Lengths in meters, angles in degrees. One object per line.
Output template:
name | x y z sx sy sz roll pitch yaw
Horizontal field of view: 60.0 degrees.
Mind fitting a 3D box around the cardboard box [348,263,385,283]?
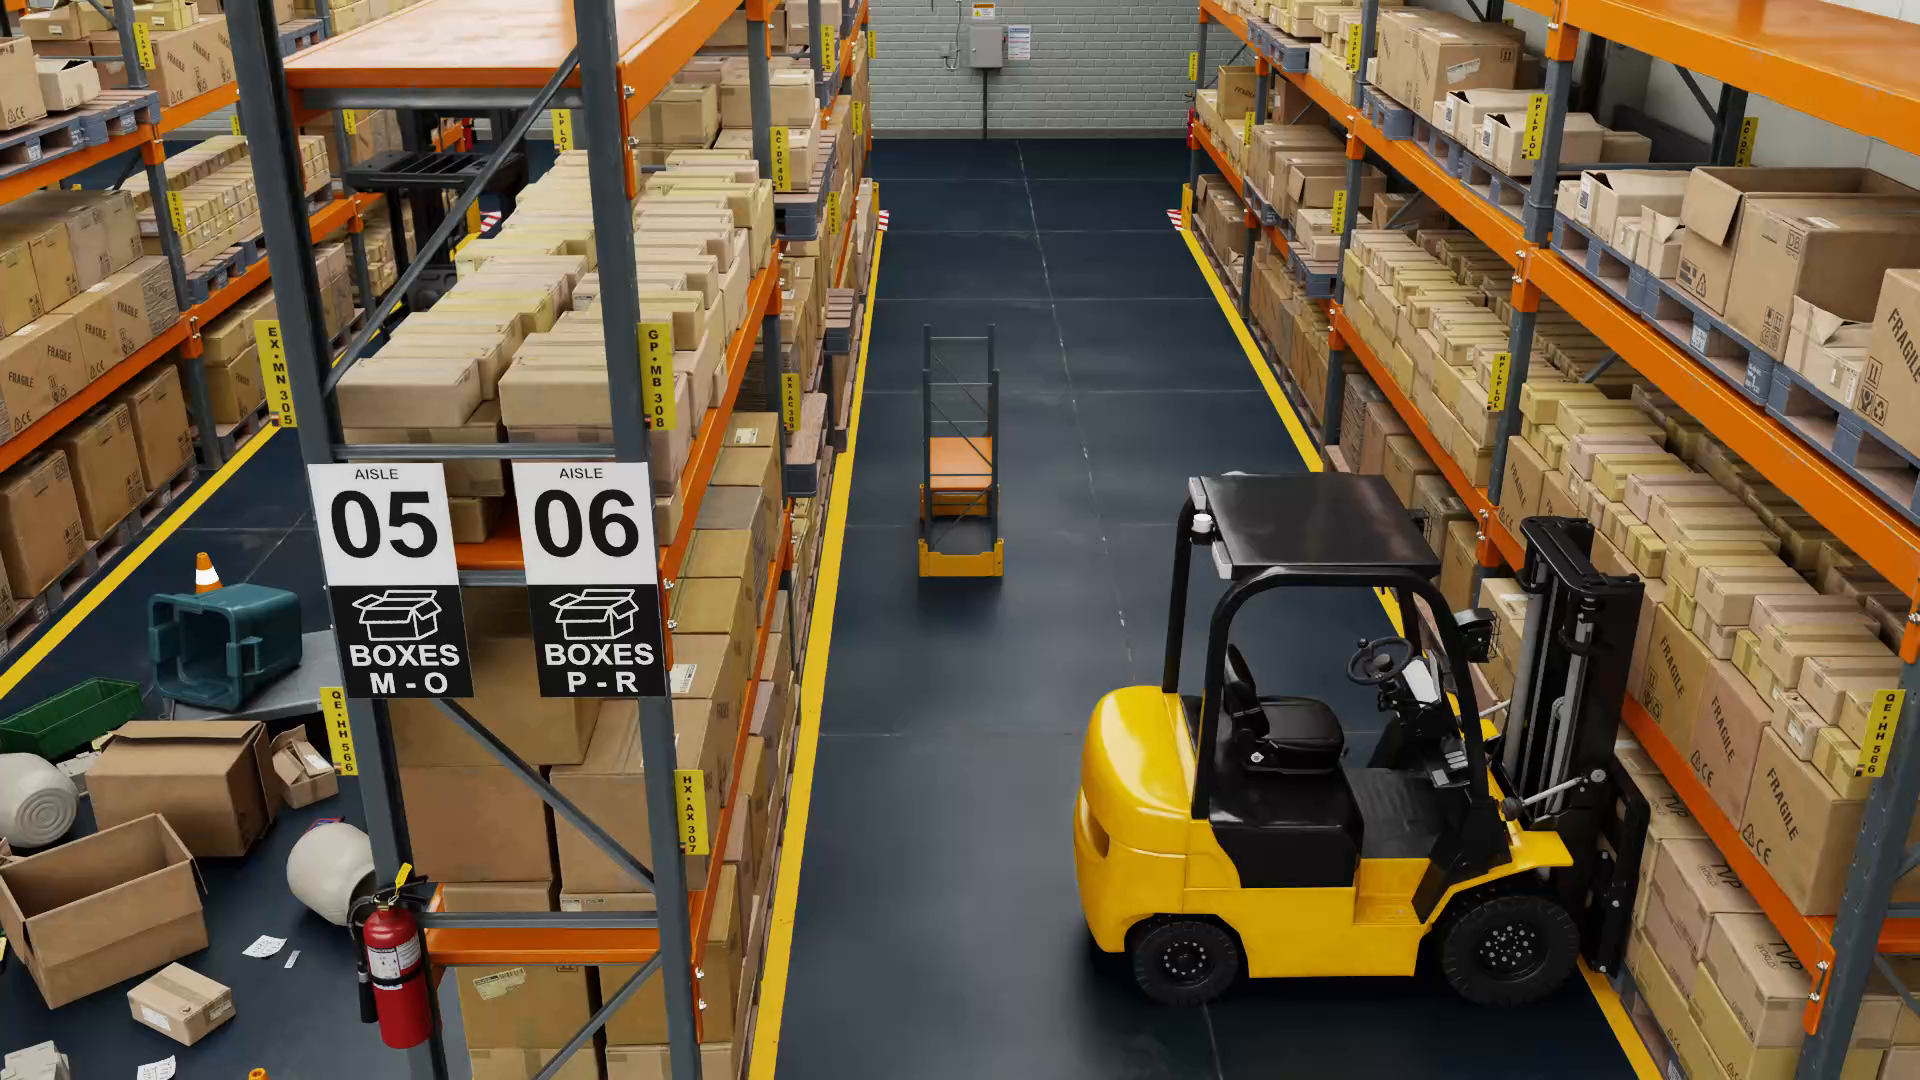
cardboard box | -6.190 -2.767 17.199 0.380 0.149 0.250 1 24 2

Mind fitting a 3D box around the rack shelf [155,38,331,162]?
rack shelf | -6.484 -3.803 14.134 1.077 0.370 4.000 0 24 -1

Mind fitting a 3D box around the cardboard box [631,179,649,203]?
cardboard box | -1.739 -1.607 8.227 0.500 0.250 0.500 -1 24 -2

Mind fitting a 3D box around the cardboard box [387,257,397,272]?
cardboard box | -6.299 -2.948 17.961 0.380 0.149 0.250 -1 24 -2

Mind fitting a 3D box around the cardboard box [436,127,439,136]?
cardboard box | -6.281 -4.783 19.373 0.380 0.149 0.250 0 24 -1

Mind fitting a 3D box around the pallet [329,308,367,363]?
pallet | -6.496 -1.997 16.292 1.003 0.211 1.213 0 24 -1

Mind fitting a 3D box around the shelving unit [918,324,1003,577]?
shelving unit | 0.001 -0.652 11.755 0.587 1.500 1.083 0 24 -1

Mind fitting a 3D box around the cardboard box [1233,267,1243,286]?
cardboard box | 3.106 -2.796 17.626 0.380 0.149 0.250 -1 24 -2

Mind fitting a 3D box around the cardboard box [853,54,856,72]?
cardboard box | -1.281 -5.003 17.433 0.380 0.149 0.250 -1 24 -2

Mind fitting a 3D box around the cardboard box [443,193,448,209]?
cardboard box | -6.216 -3.973 19.505 0.380 0.149 0.250 -1 24 -2

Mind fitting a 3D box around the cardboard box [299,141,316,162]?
cardboard box | -6.303 -3.661 15.660 0.380 0.149 0.250 -1 24 -2

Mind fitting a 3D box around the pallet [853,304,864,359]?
pallet | -1.474 -2.064 16.440 1.003 0.211 1.213 0 24 -1

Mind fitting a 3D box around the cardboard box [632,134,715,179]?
cardboard box | -1.622 -2.085 9.136 0.500 0.250 0.500 -1 24 -2

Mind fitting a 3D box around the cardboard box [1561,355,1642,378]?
cardboard box | 3.753 -0.977 9.745 0.380 0.149 0.250 -1 24 -2

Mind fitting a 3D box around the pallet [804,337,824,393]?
pallet | -1.451 -1.101 11.160 1.003 0.211 1.213 0 24 -1

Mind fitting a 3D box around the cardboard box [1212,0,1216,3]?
cardboard box | 3.048 -6.127 18.705 0.380 0.149 0.250 0 24 1

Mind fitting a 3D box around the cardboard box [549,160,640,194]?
cardboard box | -1.761 -1.733 8.021 0.380 0.149 0.250 0 24 1

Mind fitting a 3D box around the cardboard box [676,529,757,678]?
cardboard box | -1.184 0.283 7.386 0.500 0.500 0.500 -1 24 -2

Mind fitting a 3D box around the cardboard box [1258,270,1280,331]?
cardboard box | 3.202 -2.308 16.121 0.500 0.500 0.500 -1 24 -1

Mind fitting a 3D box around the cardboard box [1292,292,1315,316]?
cardboard box | 3.204 -2.124 14.927 0.380 0.149 0.250 -1 24 -3

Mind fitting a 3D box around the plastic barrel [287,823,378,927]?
plastic barrel | -2.963 1.622 8.032 0.512 0.421 0.421 19 30 35

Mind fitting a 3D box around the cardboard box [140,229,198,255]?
cardboard box | -6.267 -2.352 13.128 0.380 0.149 0.250 1 24 2

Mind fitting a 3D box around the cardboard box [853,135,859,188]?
cardboard box | -1.301 -3.892 16.977 0.500 0.500 0.500 1 24 1

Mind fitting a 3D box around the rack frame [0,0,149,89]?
rack frame | -6.463 -4.673 11.546 1.000 3.000 0.127 0 24 -1

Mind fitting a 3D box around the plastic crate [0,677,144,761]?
plastic crate | -5.107 1.029 9.560 0.450 0.188 0.662 3 22 31

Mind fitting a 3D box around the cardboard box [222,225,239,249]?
cardboard box | -6.276 -2.535 13.893 0.380 0.149 0.250 1 24 2

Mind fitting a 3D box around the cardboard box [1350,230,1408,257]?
cardboard box | 3.158 -2.236 12.528 0.380 0.149 0.250 0 24 1

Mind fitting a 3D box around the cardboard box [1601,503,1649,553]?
cardboard box | 3.219 -0.060 7.718 0.380 0.149 0.250 -1 24 -2

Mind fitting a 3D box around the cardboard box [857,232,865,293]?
cardboard box | -1.457 -2.935 17.582 0.875 0.438 0.875 -1 24 -1

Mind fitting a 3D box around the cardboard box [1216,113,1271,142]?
cardboard box | 3.139 -4.576 18.431 0.500 0.250 0.500 -1 24 -2

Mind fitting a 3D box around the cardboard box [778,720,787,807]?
cardboard box | -1.179 1.168 8.738 0.500 0.250 0.500 -1 24 -2

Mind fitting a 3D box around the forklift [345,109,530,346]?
forklift | -3.847 -1.875 12.722 1.130 2.935 3.031 2 24 4

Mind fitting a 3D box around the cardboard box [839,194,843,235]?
cardboard box | -1.270 -2.791 14.240 0.500 0.250 0.500 0 24 -1

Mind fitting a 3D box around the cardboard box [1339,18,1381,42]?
cardboard box | 3.199 -4.001 13.038 0.380 0.149 0.250 -1 24 -2

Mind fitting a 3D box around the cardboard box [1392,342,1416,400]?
cardboard box | 3.227 -1.142 11.200 0.500 0.250 0.500 1 24 1

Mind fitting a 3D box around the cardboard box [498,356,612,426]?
cardboard box | -1.227 -0.470 5.230 0.380 0.149 0.250 0 24 -1

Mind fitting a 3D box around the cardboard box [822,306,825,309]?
cardboard box | -1.158 -1.629 11.890 0.380 0.149 0.250 -1 24 -3

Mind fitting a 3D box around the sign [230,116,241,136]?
sign | -7.049 -3.977 16.236 0.100 0.325 0.005 0 24 -1

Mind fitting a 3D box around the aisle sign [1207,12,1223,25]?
aisle sign | 3.068 -6.535 19.788 0.394 0.787 0.004 0 24 -1

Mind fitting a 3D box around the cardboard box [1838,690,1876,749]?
cardboard box | 3.322 0.646 5.796 0.380 0.149 0.250 0 24 0

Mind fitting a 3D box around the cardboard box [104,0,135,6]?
cardboard box | -6.761 -4.396 13.523 0.396 0.266 0.258 0 24 -1

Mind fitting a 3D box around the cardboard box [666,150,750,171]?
cardboard box | -1.249 -1.841 8.262 0.380 0.149 0.250 0 24 1

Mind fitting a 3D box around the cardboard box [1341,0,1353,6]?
cardboard box | 3.488 -4.644 14.435 0.380 0.149 0.250 0 24 0

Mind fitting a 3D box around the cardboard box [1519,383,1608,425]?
cardboard box | 3.200 -0.723 8.823 0.380 0.149 0.250 0 24 1

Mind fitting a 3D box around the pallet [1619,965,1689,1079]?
pallet | 3.486 2.225 6.958 1.003 0.211 1.213 0 24 -1

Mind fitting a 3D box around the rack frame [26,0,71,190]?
rack frame | -11.511 -5.256 20.113 1.000 3.000 0.127 0 24 -1

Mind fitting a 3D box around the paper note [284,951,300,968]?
paper note | -3.125 1.962 7.783 0.032 0.001 0.123 0 24 -1

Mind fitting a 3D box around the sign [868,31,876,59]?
sign | -1.059 -5.932 19.917 0.100 0.325 0.005 0 24 -1

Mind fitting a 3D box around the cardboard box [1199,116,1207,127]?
cardboard box | 3.091 -5.073 20.014 0.380 0.149 0.250 0 24 -1

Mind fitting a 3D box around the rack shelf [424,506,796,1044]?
rack shelf | -1.449 0.797 7.605 1.077 0.370 4.000 0 24 -1

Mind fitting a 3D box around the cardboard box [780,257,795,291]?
cardboard box | -1.237 -1.666 10.398 0.380 0.149 0.250 1 24 2

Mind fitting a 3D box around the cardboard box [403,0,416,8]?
cardboard box | -6.276 -5.934 18.155 0.500 0.250 0.500 1 24 2

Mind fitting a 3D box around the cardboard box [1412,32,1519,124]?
cardboard box | 3.225 -2.958 10.640 0.500 0.500 0.500 0 24 1

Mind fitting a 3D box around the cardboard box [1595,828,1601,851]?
cardboard box | 3.196 1.278 7.888 0.500 0.250 0.500 0 24 -1

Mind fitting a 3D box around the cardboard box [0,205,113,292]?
cardboard box | -6.461 -2.047 11.685 0.700 0.500 0.500 -1 24 -1

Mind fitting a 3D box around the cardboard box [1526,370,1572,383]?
cardboard box | 3.267 -0.860 9.486 0.380 0.149 0.250 1 24 1

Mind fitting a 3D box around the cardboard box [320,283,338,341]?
cardboard box | -6.241 -2.125 15.716 0.500 0.500 0.500 -1 24 -2

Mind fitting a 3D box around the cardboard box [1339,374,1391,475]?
cardboard box | 3.442 -0.880 12.810 0.875 0.625 0.625 1 24 1
